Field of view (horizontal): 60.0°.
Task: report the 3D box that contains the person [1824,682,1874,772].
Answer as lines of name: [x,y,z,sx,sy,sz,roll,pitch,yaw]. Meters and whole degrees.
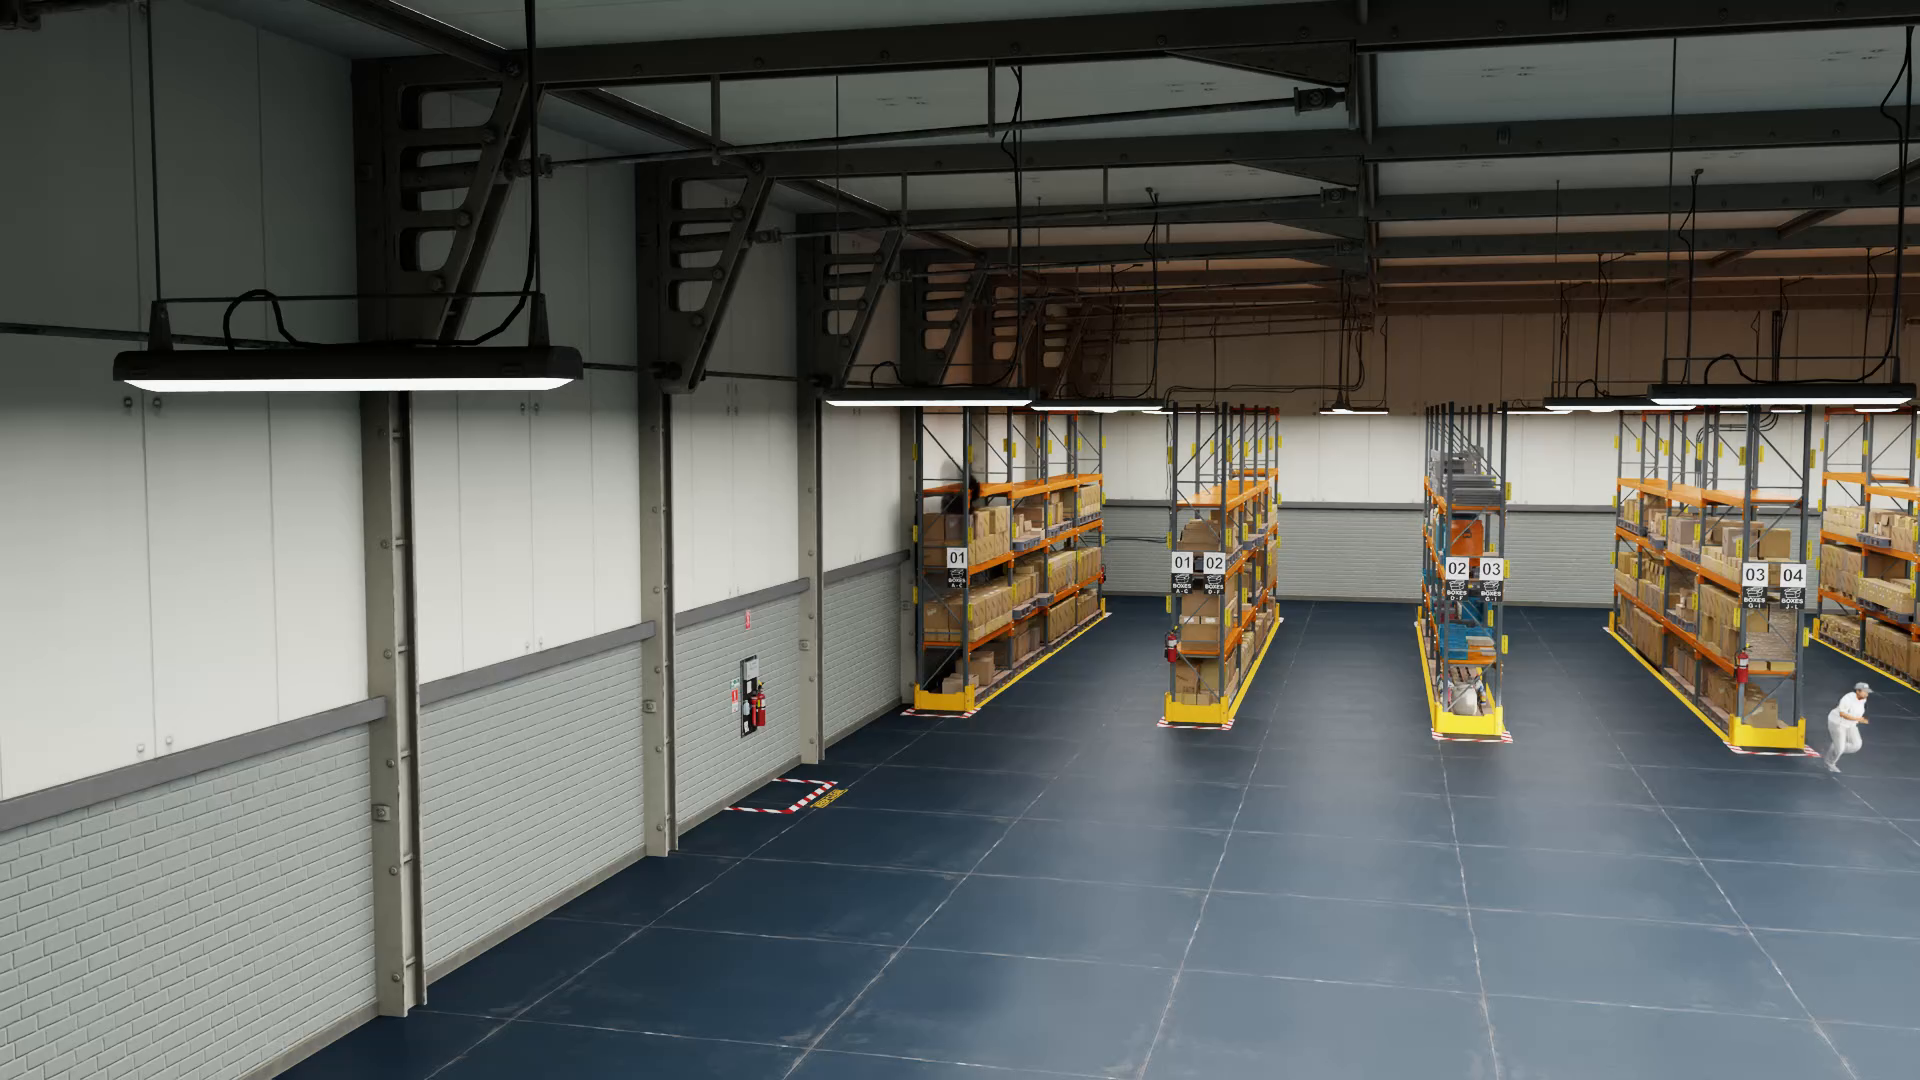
person: [14.334,3.004,26.758,0.638,1.509,0.790,-2,5,-23]
